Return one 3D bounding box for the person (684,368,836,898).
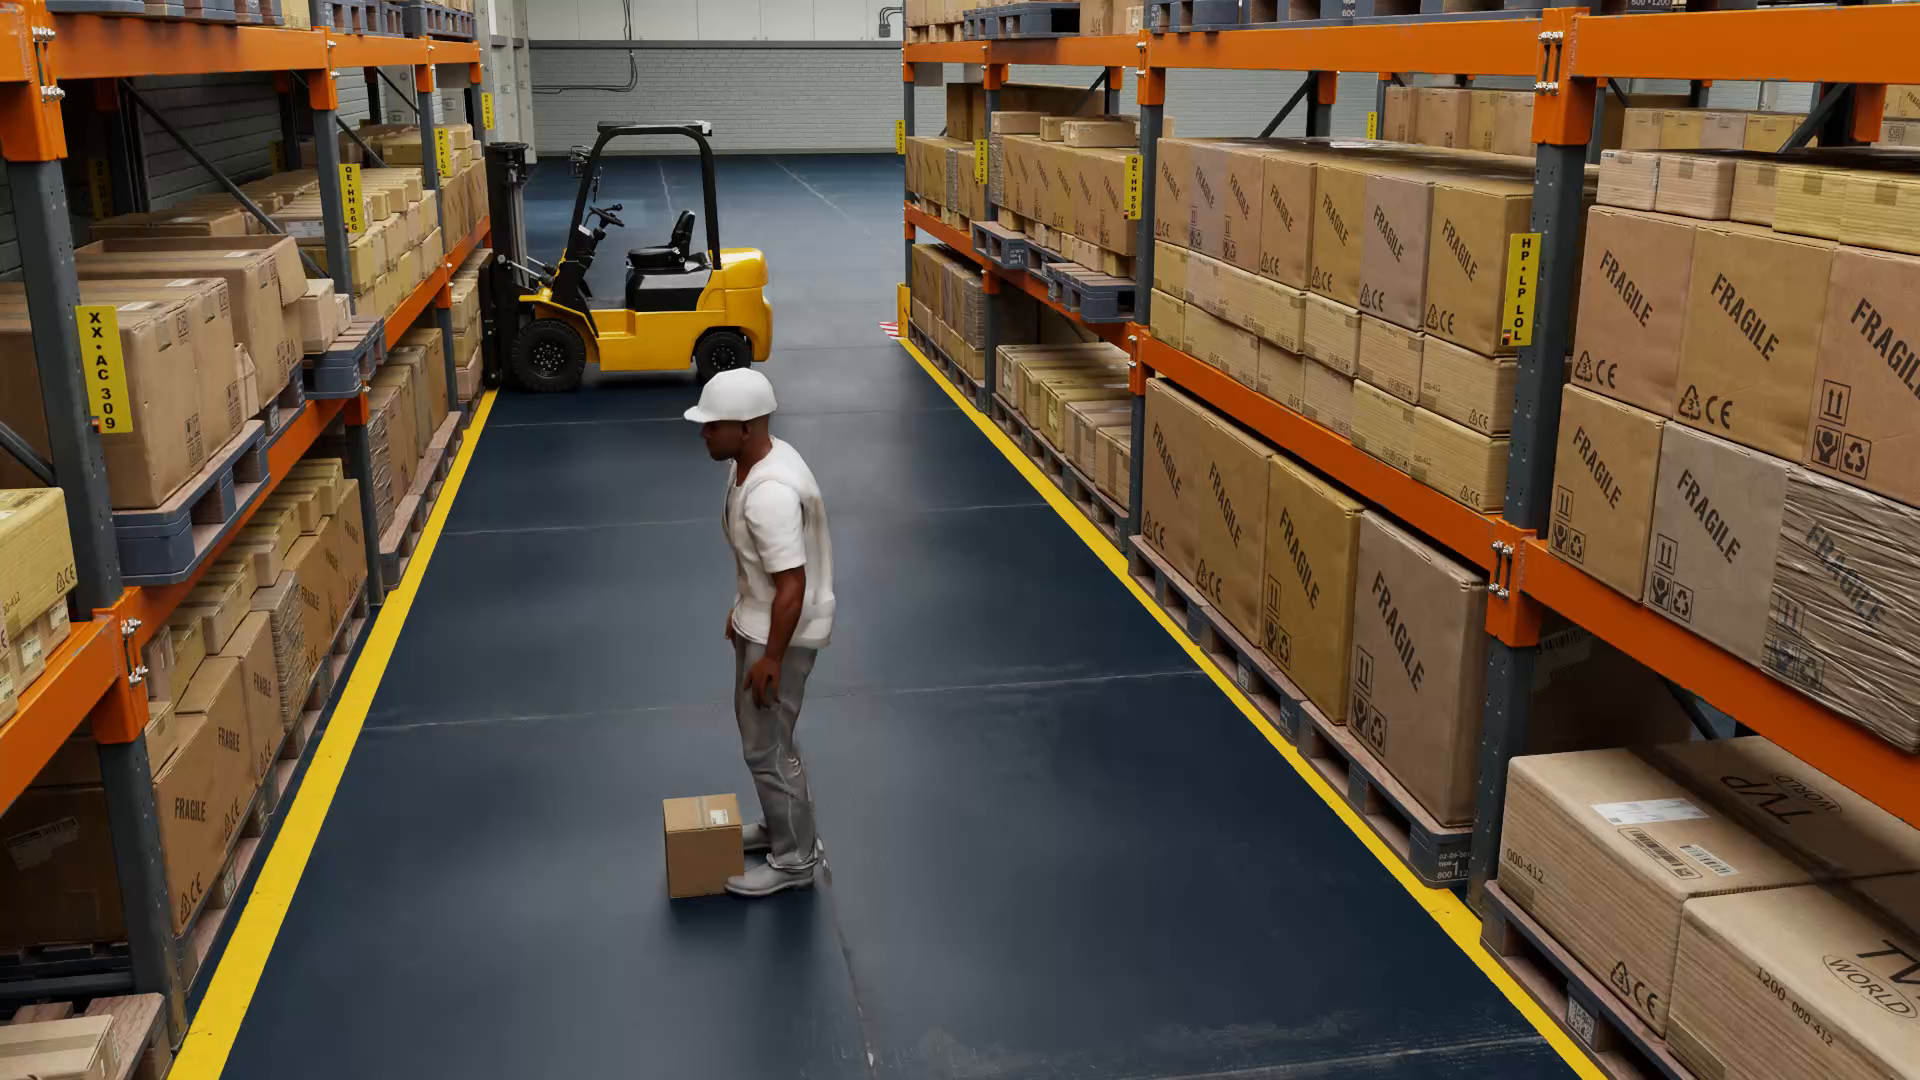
[{"bbox_3d":[-0.646,0.300,5.473,0.454,1.761,0.636,-4,17,-13],"label":"person"}]
